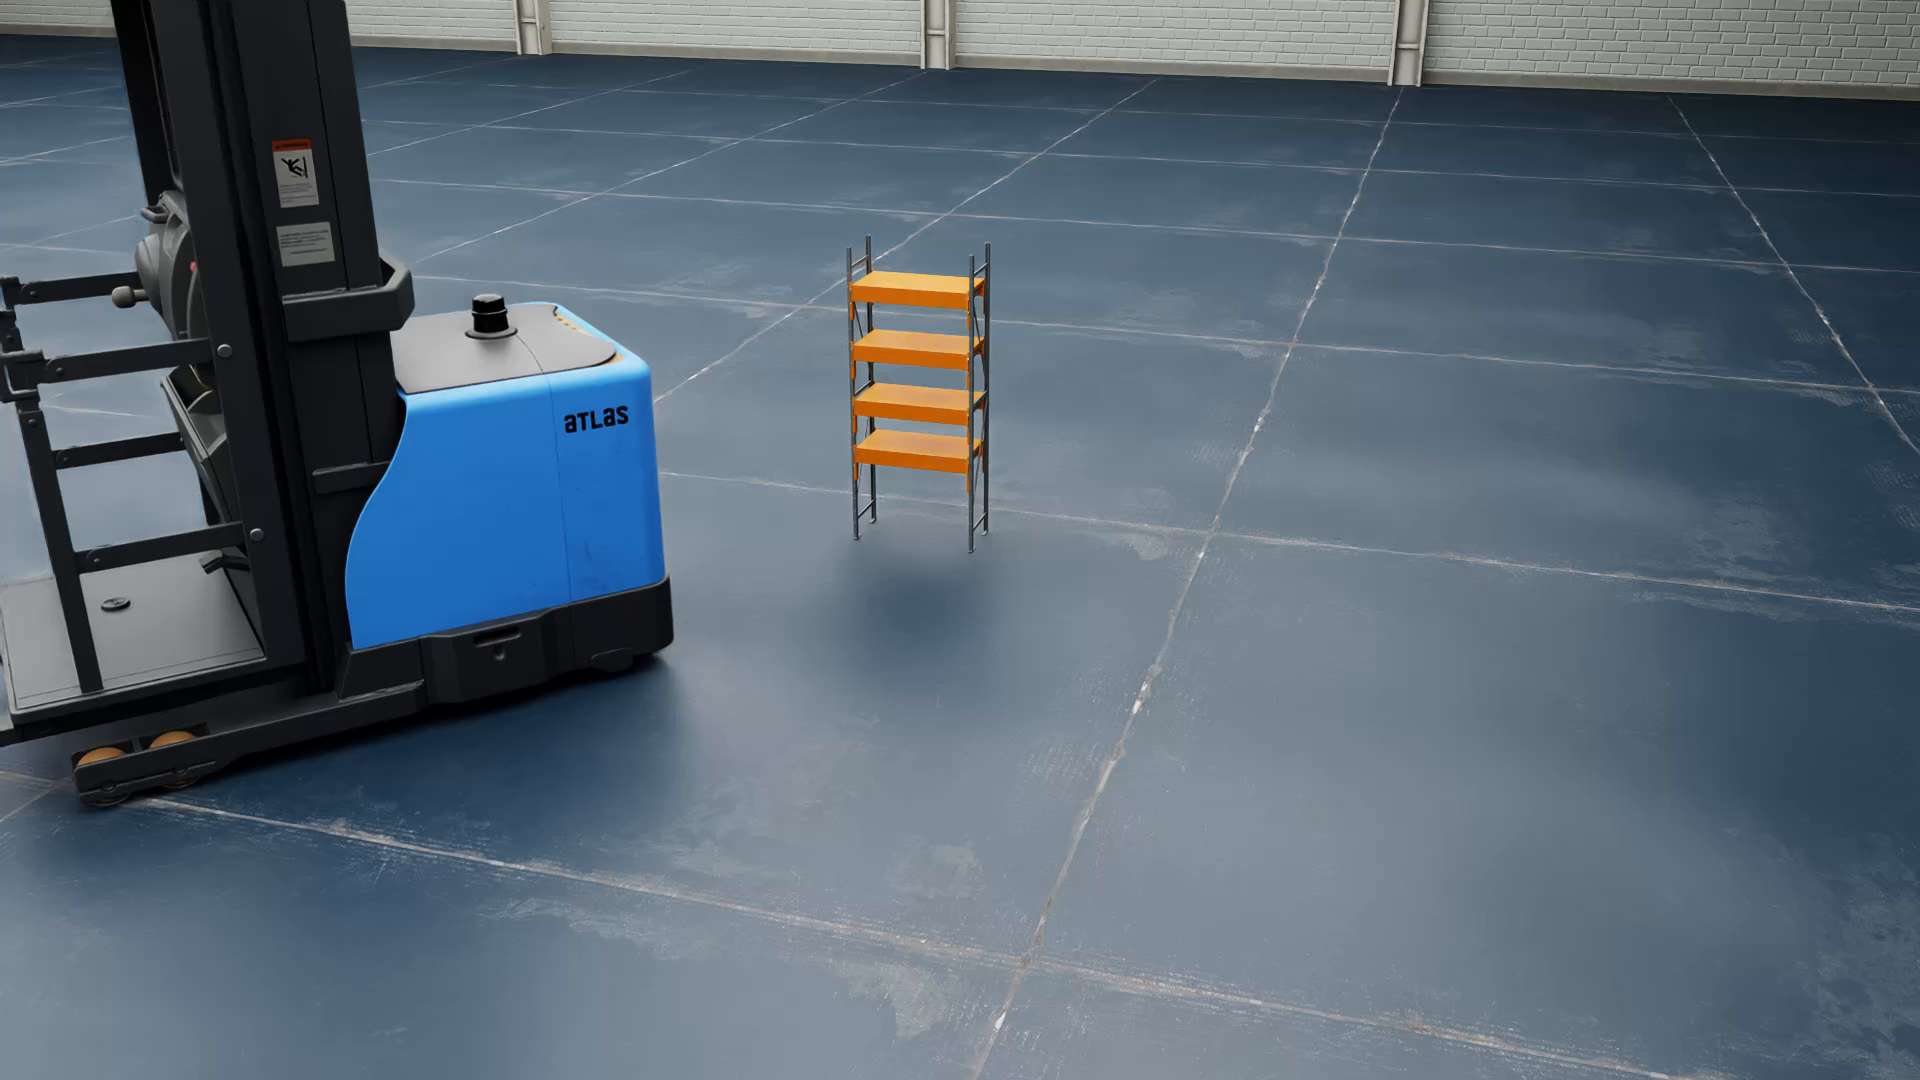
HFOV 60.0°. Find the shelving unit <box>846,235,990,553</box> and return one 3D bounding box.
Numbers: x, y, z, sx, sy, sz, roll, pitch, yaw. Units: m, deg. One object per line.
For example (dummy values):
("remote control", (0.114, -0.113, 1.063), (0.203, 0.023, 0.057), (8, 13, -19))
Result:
("shelving unit", (-0.158, -0.573, 6.587), (0.503, 1.200, 0.258), (7, 23, 16))

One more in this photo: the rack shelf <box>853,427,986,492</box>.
("rack shelf", (-0.158, -0.327, 6.687), (0.480, 0.148, 0.258), (7, 23, 16))

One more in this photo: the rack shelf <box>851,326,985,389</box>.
("rack shelf", (-0.158, -0.718, 6.527), (0.480, 0.148, 0.258), (7, 23, 16))

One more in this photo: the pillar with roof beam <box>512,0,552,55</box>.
("pillar with roof beam", (-7.274, -9.511, 18.099), (0.400, 9.000, 9.100), (7, 23, 16))

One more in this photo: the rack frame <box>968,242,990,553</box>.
("rack frame", (0.075, -0.547, 6.521), (0.015, 1.200, 0.240), (7, 23, 16))

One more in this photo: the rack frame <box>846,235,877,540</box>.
("rack frame", (-0.392, -0.600, 6.652), (0.015, 1.200, 0.240), (7, 23, 16))

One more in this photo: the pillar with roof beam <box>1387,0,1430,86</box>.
("pillar with roof beam", (4.214, -8.196, 14.892), (0.400, 9.000, 9.100), (7, 23, 16))

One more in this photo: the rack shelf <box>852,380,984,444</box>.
("rack shelf", (-0.158, -0.511, 6.612), (0.480, 0.148, 0.258), (7, 23, 16))

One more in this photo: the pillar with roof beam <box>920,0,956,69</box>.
("pillar with roof beam", (-1.530, -8.853, 16.496), (0.400, 9.000, 9.100), (7, 23, 16))

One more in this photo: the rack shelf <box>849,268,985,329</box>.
("rack shelf", (-0.158, -0.937, 6.437), (0.480, 0.148, 0.258), (7, 23, 16))

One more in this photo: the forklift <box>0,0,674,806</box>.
("forklift", (-2.517, -0.805, 4.872), (3.031, 2.935, 1.130), (-13, 26, -28))
